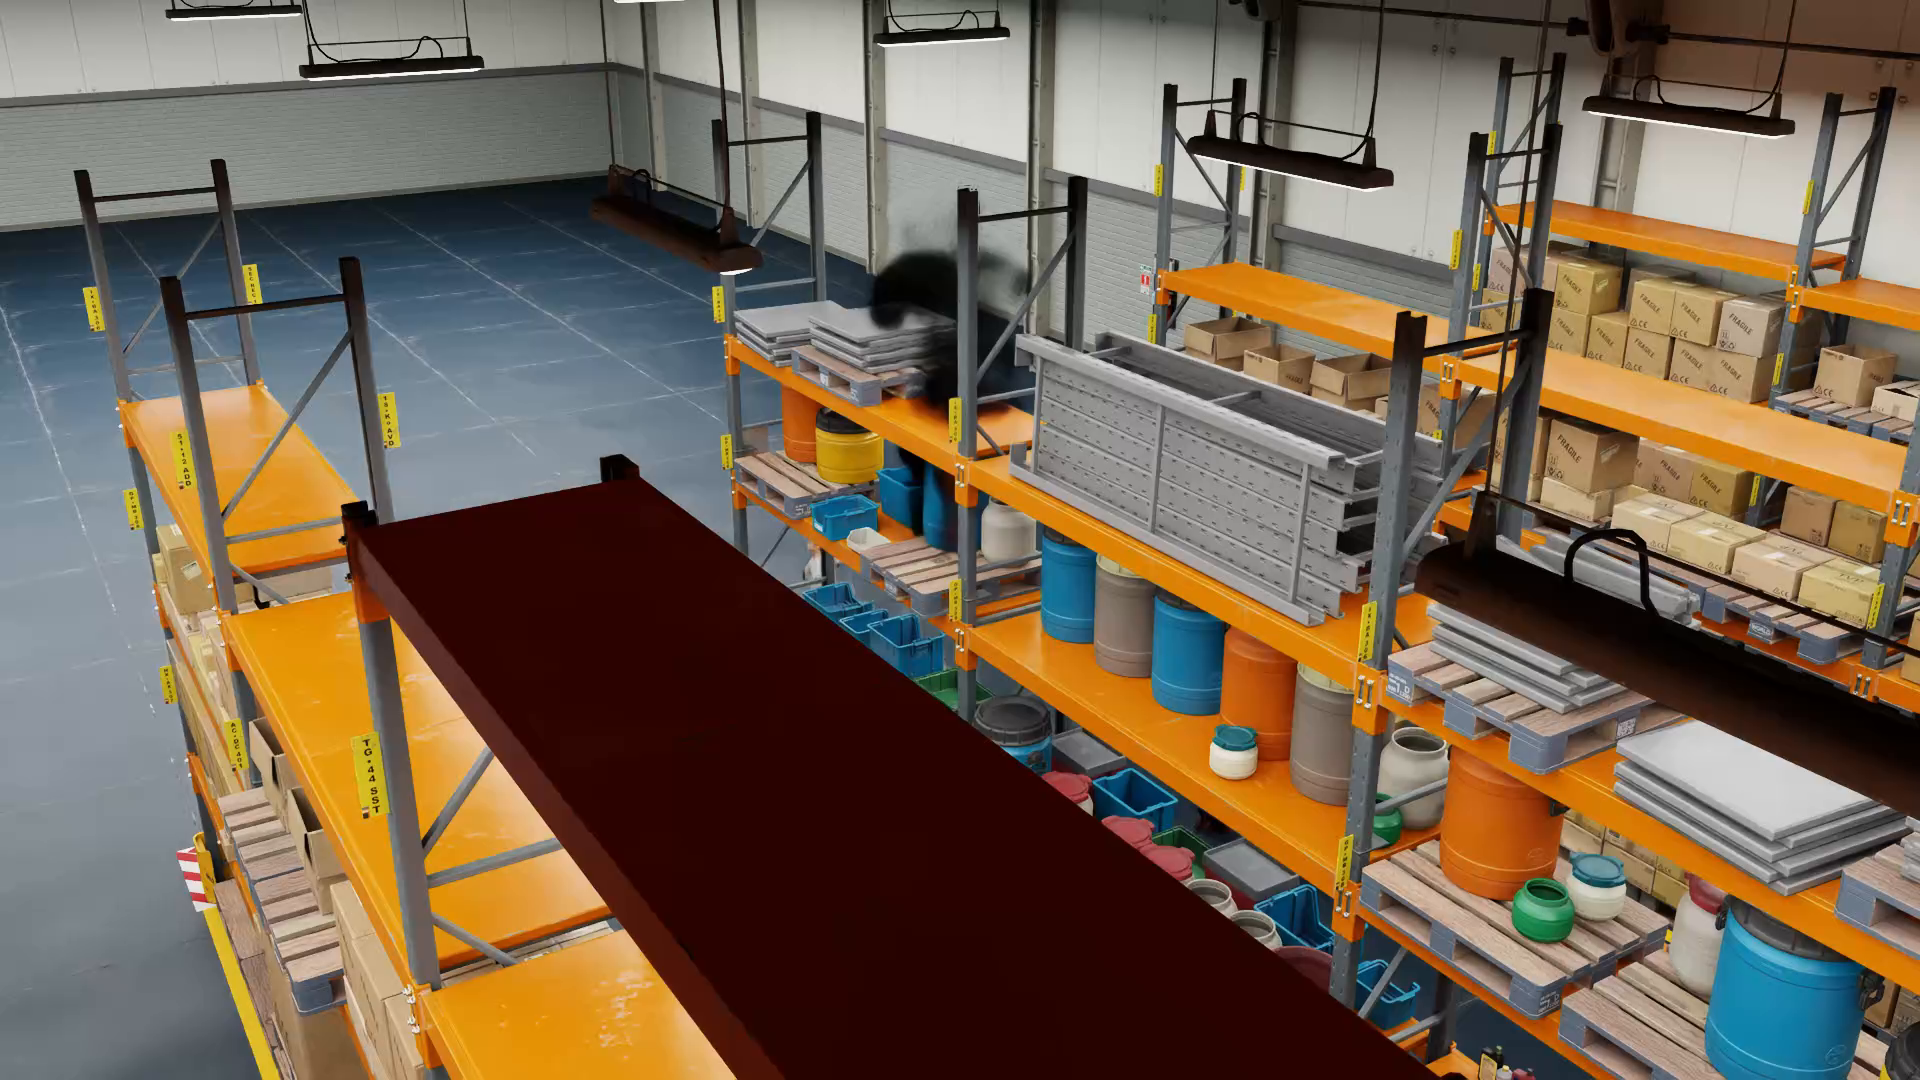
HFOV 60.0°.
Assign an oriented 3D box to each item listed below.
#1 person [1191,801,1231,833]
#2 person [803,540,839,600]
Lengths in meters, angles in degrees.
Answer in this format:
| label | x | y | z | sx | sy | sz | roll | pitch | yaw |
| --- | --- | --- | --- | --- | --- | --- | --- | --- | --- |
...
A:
| label | x | y | z | sx | sy | sz | roll | pitch | yaw |
| --- | --- | --- | --- | --- | --- | --- | --- | --- | --- |
| person | 2.170 | 1.819 | 14.683 | 0.591 | 1.618 | 0.576 | -19 | 28 | -39 |
| person | -1.479 | 0.621 | 17.688 | 0.643 | 1.598 | 0.603 | 6 | 23 | 14 |
